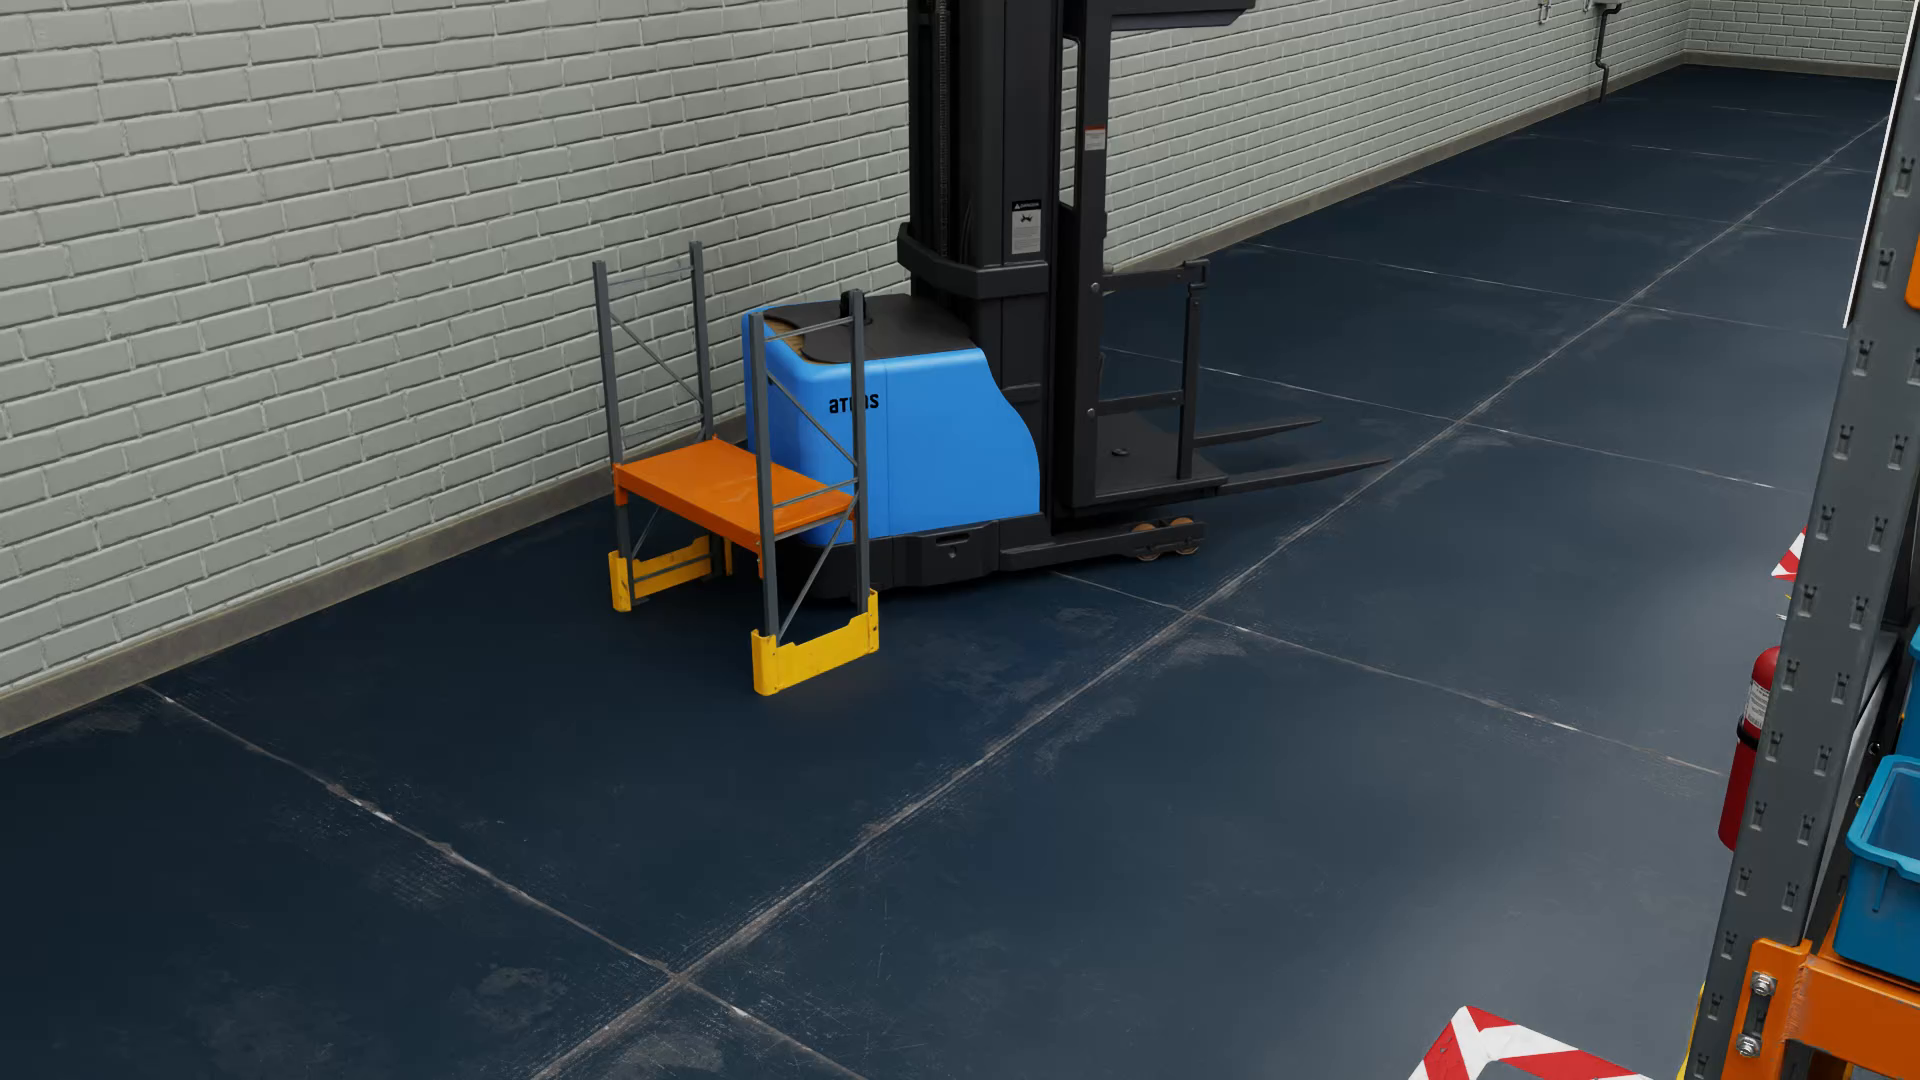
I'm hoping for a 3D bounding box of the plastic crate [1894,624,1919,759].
[{"bbox_3d":[2.067,0.345,3.129,0.499,0.435,0.616,17,29,33],"label":"plastic crate"}]

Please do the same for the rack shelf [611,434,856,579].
[{"bbox_3d":[-0.898,-0.155,6.688,0.538,0.185,1.000,-21,31,-39],"label":"rack shelf"}]

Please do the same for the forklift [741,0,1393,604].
[{"bbox_3d":[0.579,-1.433,7.368,3.031,2.935,1.130,-9,25,-20],"label":"forklift"}]

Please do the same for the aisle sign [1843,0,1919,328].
[{"bbox_3d":[1.452,-0.744,2.493,0.004,0.787,0.394,17,29,33],"label":"aisle sign"}]

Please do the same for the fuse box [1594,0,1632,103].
[{"bbox_3d":[7.452,-5.837,18.875,0.414,1.711,0.539,17,29,33],"label":"fuse box"}]

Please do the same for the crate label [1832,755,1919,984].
[{"bbox_3d":[1.688,0.583,2.841,0.303,0.233,0.416,17,29,33],"label":"crate label"}]

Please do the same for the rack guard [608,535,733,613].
[{"bbox_3d":[-1.246,0.103,7.205,0.587,0.250,0.087,-21,31,-39],"label":"rack guard"}]

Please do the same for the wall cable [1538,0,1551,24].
[{"bbox_3d":[6.075,-6.263,16.946,0.123,1.953,0.585,17,29,33],"label":"wall cable"}]

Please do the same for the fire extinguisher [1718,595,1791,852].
[{"bbox_3d":[1.839,0.390,3.702,0.183,0.674,0.296,17,29,33],"label":"fire extinguisher"}]

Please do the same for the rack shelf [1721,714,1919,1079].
[{"bbox_3d":[3.288,1.180,2.243,4.000,0.370,1.077,17,29,33],"label":"rack shelf"}]

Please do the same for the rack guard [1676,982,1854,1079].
[{"bbox_3d":[1.661,1.510,3.703,0.348,0.500,1.175,17,29,33],"label":"rack guard"}]

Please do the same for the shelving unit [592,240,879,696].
[{"bbox_3d":[-0.905,-0.323,6.621,0.587,1.500,1.083,-21,31,-39],"label":"shelving unit"}]

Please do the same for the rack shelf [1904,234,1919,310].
[{"bbox_3d":[3.288,-0.192,1.638,4.000,0.370,1.077,17,29,33],"label":"rack shelf"}]

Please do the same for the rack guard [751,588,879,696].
[{"bbox_3d":[-0.563,0.395,6.542,0.587,0.250,0.087,-21,31,-39],"label":"rack guard"}]

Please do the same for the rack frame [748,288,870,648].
[{"bbox_3d":[-0.550,-0.171,6.277,0.500,1.500,0.032,-21,31,-39],"label":"rack frame"}]

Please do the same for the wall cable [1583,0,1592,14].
[{"bbox_3d":[6.917,-6.709,17.997,0.122,1.984,0.588,17,29,33],"label":"wall cable"}]

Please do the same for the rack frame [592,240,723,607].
[{"bbox_3d":[-1.247,-0.469,6.954,0.500,1.500,0.032,-21,31,-39],"label":"rack frame"}]
